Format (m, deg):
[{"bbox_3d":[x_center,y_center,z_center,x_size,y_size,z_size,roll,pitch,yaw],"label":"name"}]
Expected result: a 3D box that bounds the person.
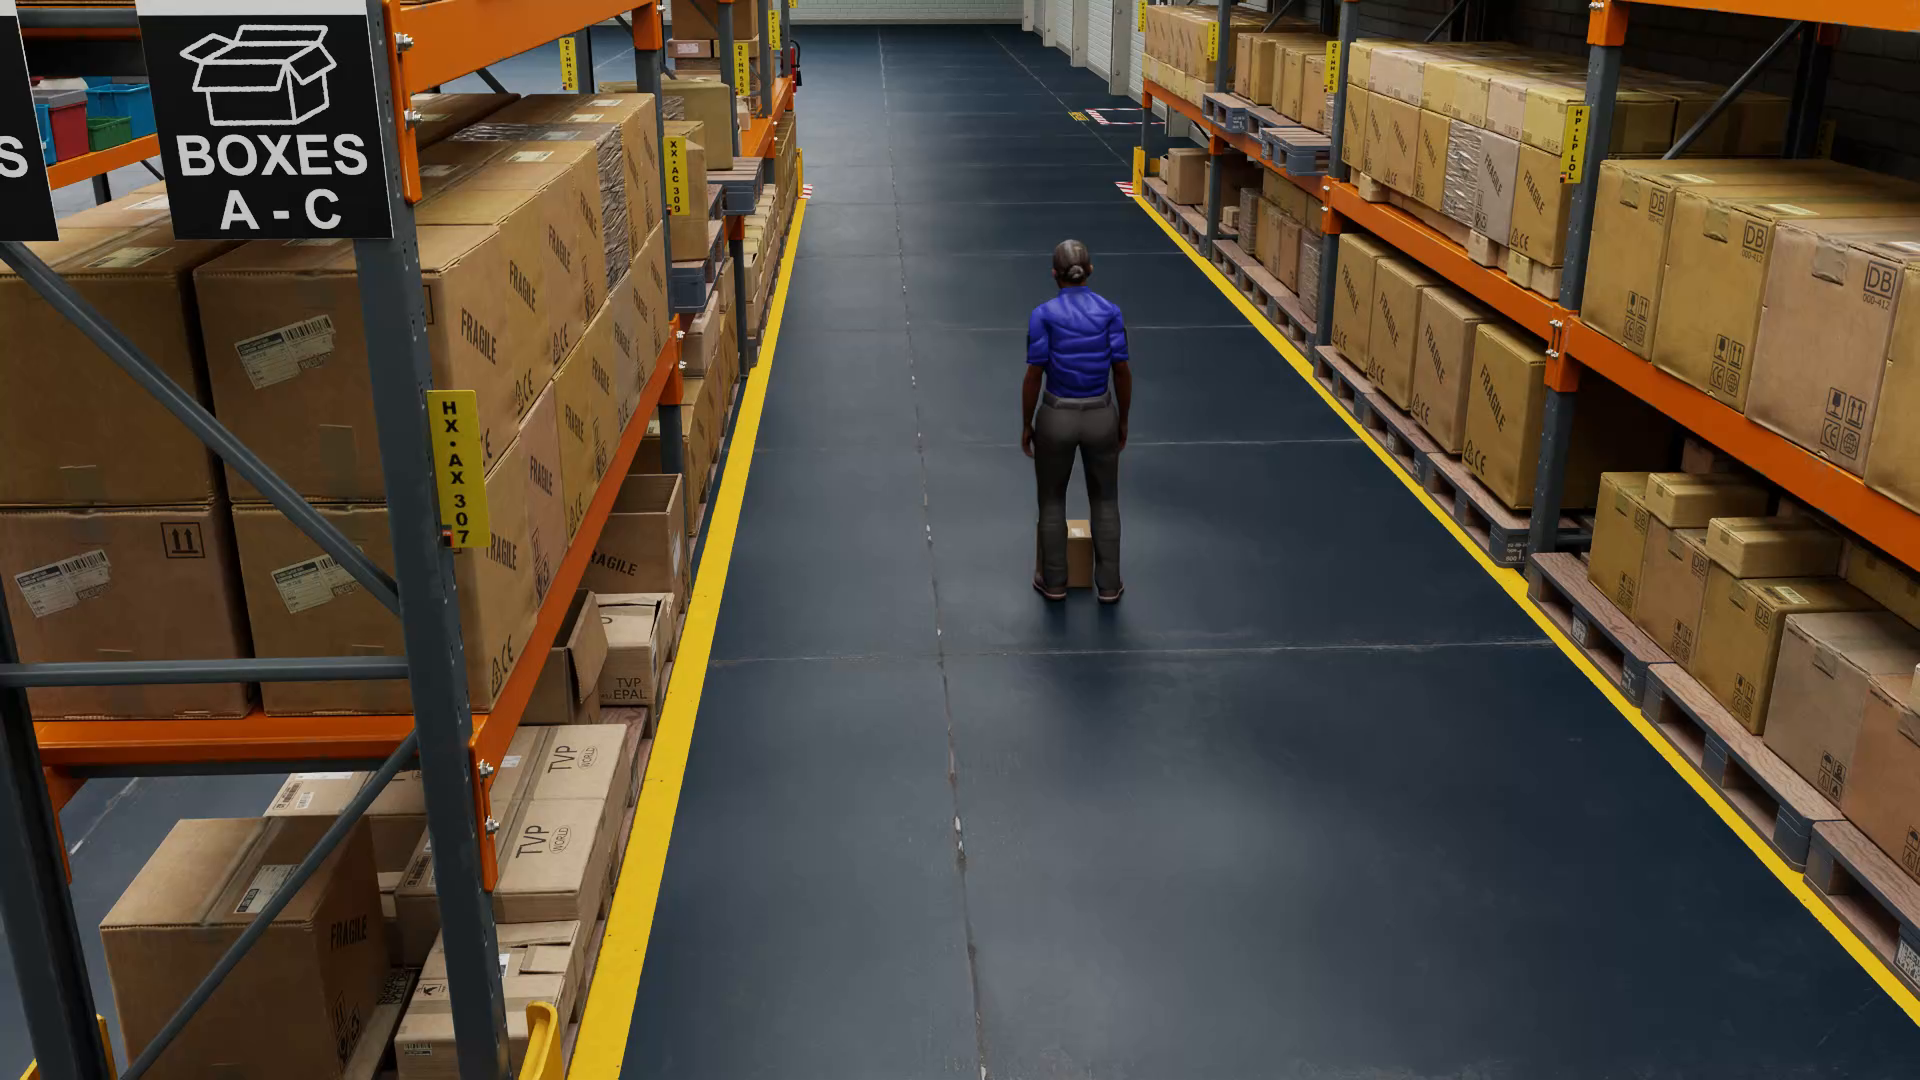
[{"bbox_3d":[0.518,-0.521,7.478,0.531,1.654,0.402,-2,21,-6],"label":"person"}]
